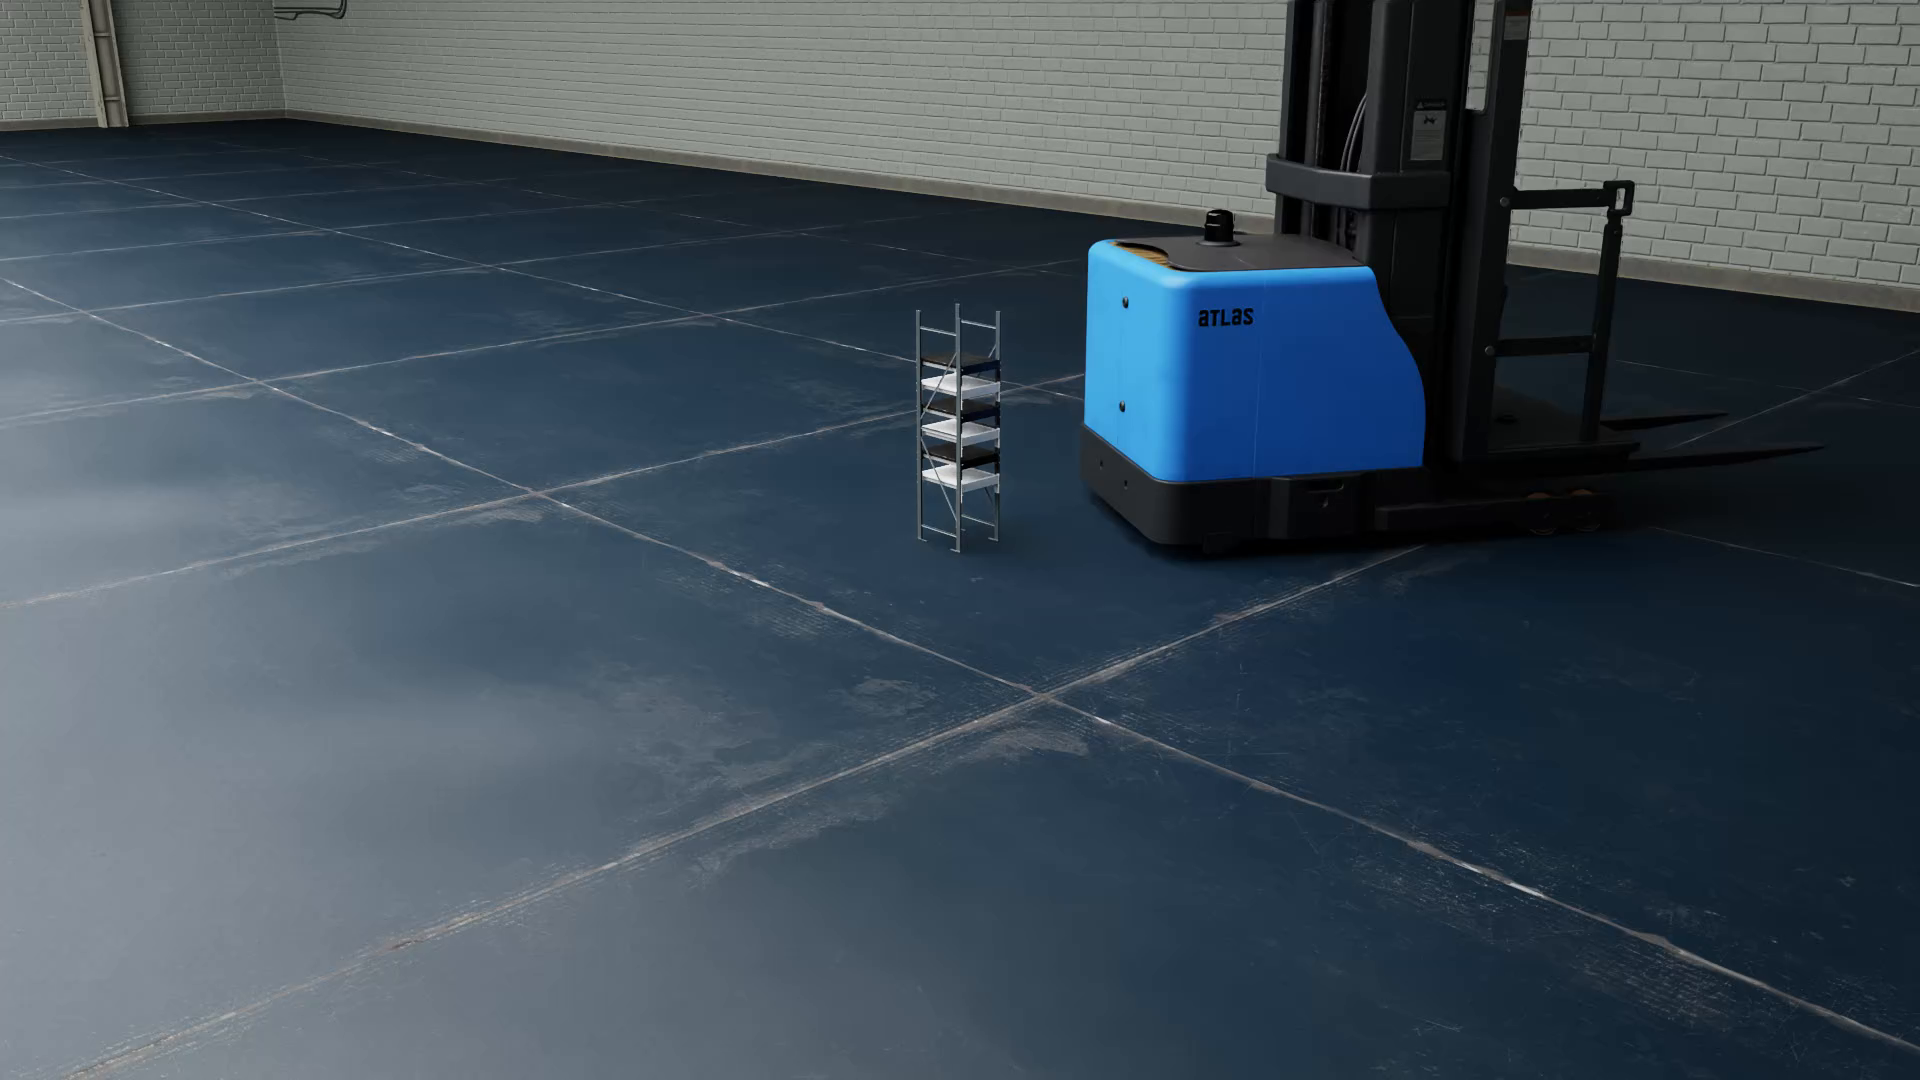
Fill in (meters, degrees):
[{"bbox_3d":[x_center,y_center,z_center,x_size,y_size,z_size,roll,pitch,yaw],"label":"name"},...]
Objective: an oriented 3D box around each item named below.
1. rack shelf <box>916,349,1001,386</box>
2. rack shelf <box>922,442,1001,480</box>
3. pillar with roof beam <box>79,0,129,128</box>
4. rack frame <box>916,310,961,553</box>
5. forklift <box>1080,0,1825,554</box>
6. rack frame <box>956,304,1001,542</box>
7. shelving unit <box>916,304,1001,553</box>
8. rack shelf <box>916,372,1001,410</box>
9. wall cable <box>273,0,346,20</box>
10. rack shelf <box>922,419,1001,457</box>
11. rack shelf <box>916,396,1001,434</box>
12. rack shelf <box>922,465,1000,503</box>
[{"bbox_3d":[-0.006,-0.651,6.268,0.200,0.077,0.258,-16,24,-41],"label":"rack shelf"},{"bbox_3d":[-0.006,-0.309,6.379,0.200,0.077,0.258,-16,24,-41],"label":"rack shelf"},{"bbox_3d":[-11.205,-10.237,23.469,0.400,9.000,9.100,-16,24,-41],"label":"pillar with roof beam"},{"bbox_3d":[-0.080,-0.405,6.274,0.006,0.900,0.240,-16,24,-41],"label":"rack frame"},{"bbox_3d":[2.083,-1.565,6.561,3.031,2.935,1.130,-4,18,-13],"label":"forklift"},{"bbox_3d":[0.068,-0.448,6.407,0.006,0.900,0.240,-16,24,-41],"label":"rack frame"},{"bbox_3d":[-0.006,-0.426,6.341,0.210,0.900,0.258,-16,24,-41],"label":"shelving unit"},{"bbox_3d":[-0.006,-0.566,6.295,0.200,0.077,0.258,-16,24,-41],"label":"rack shelf"},{"bbox_3d":[-11.114,-10.053,27.935,0.112,2.526,3.097,-16,24,-41],"label":"wall cable"},{"bbox_3d":[-0.006,-0.395,6.351,0.200,0.077,0.258,-16,24,-41],"label":"rack shelf"},{"bbox_3d":[-0.006,-0.480,6.323,0.200,0.077,0.258,-16,24,-41],"label":"rack shelf"},{"bbox_3d":[-0.006,-0.223,6.406,0.200,0.077,0.258,-16,24,-41],"label":"rack shelf"}]
